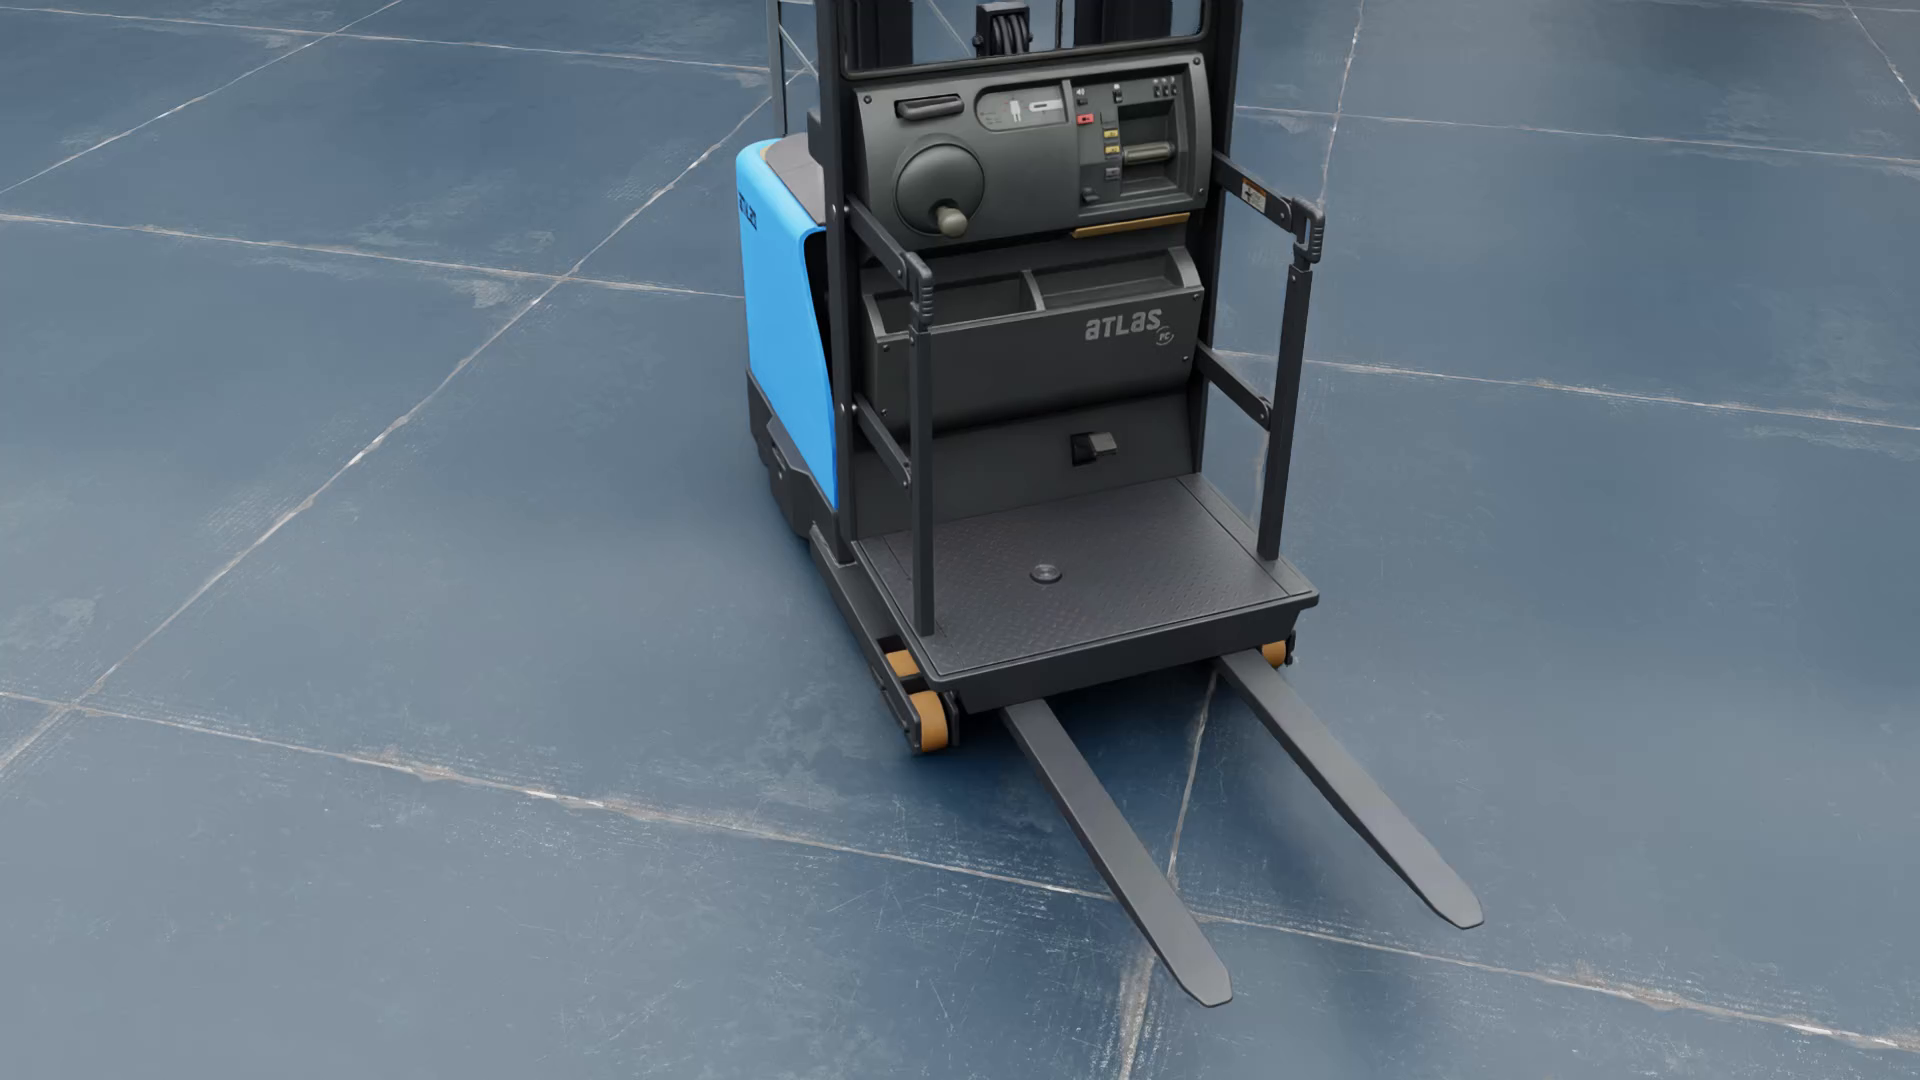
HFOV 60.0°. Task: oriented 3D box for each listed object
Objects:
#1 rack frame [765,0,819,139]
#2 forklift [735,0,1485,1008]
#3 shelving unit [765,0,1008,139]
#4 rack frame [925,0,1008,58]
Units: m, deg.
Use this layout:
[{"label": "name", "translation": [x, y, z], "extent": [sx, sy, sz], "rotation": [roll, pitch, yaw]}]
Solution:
[{"label": "rack frame", "translation": [-0.397, -1.184, 5.714], "extent": [0.500, 1.500, 0.032], "rotation": [11, 34, 17]}, {"label": "forklift", "translation": [0.276, -0.930, 3.981], "extent": [1.130, 2.935, 3.031], "rotation": [-11, 34, -17]}, {"label": "shelving unit", "translation": [-0.215, -1.444, 6.123], "extent": [0.587, 1.500, 1.083], "rotation": [11, 34, 17]}, {"label": "rack frame", "translation": [-0.039, -1.694, 6.517], "extent": [0.500, 1.500, 0.032], "rotation": [11, 34, 17]}]
